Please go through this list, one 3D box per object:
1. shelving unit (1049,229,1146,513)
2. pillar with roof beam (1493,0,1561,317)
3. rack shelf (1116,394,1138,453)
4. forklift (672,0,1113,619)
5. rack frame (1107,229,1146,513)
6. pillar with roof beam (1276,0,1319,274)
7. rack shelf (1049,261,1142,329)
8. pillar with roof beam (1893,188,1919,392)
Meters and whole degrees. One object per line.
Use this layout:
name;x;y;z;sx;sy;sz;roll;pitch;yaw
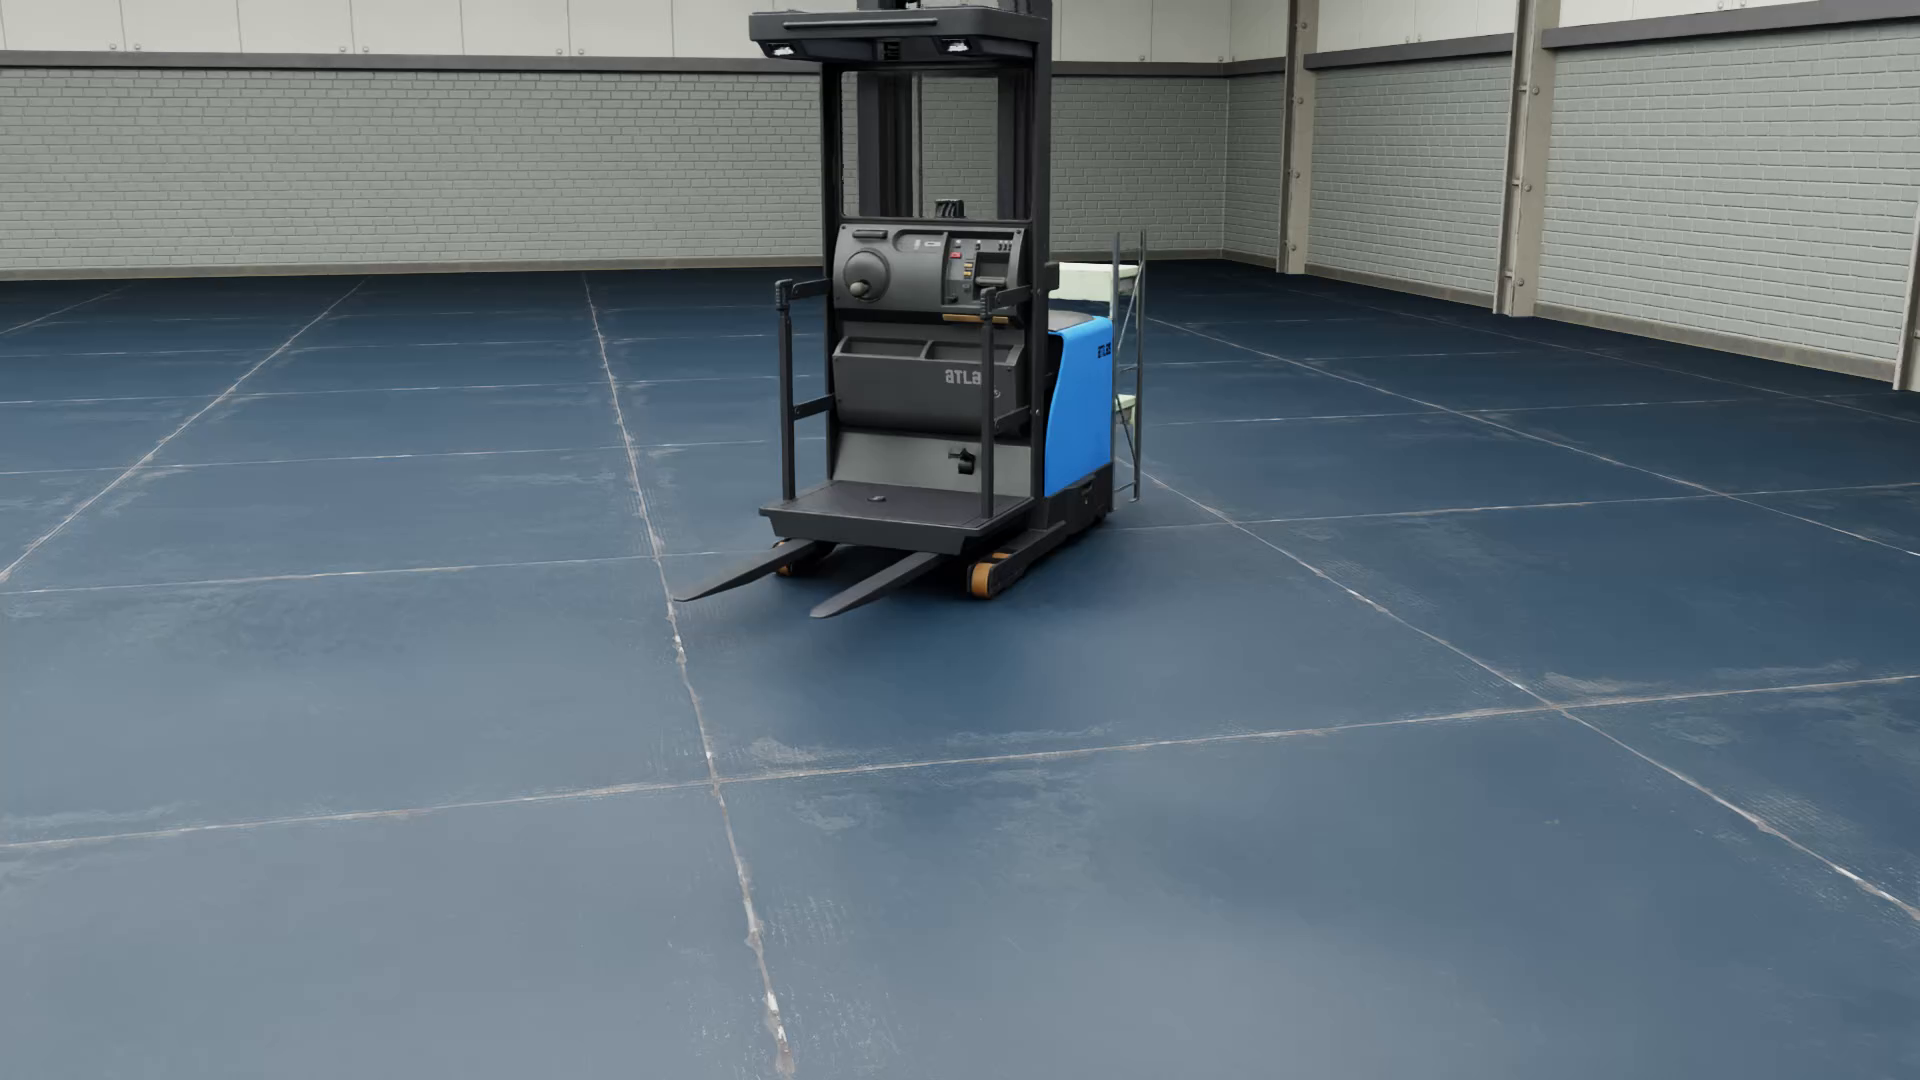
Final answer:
shelving unit;0.585;-0.960;9.197;0.755;1.500;0.431;7;16;28
pillar with roof beam;2.122;-6.698;16.881;9.100;9.000;0.400;-3;14;-13
rack shelf;0.585;-0.643;9.274;0.720;0.370;0.431;7;16;28
forklift;-0.232;-1.275;7.471;1.130;2.935;3.031;6;15;22
rack frame;0.907;-0.919;9.027;0.023;1.500;0.400;7;16;28
pillar with roof beam;0.713;-8.082;22.547;9.100;9.000;0.400;-3;14;-13
rack shelf;0.585;-1.339;9.104;0.720;0.370;0.431;7;16;28
pillar with roof beam;3.531;-5.314;11.215;9.100;9.000;0.400;-3;14;-13
